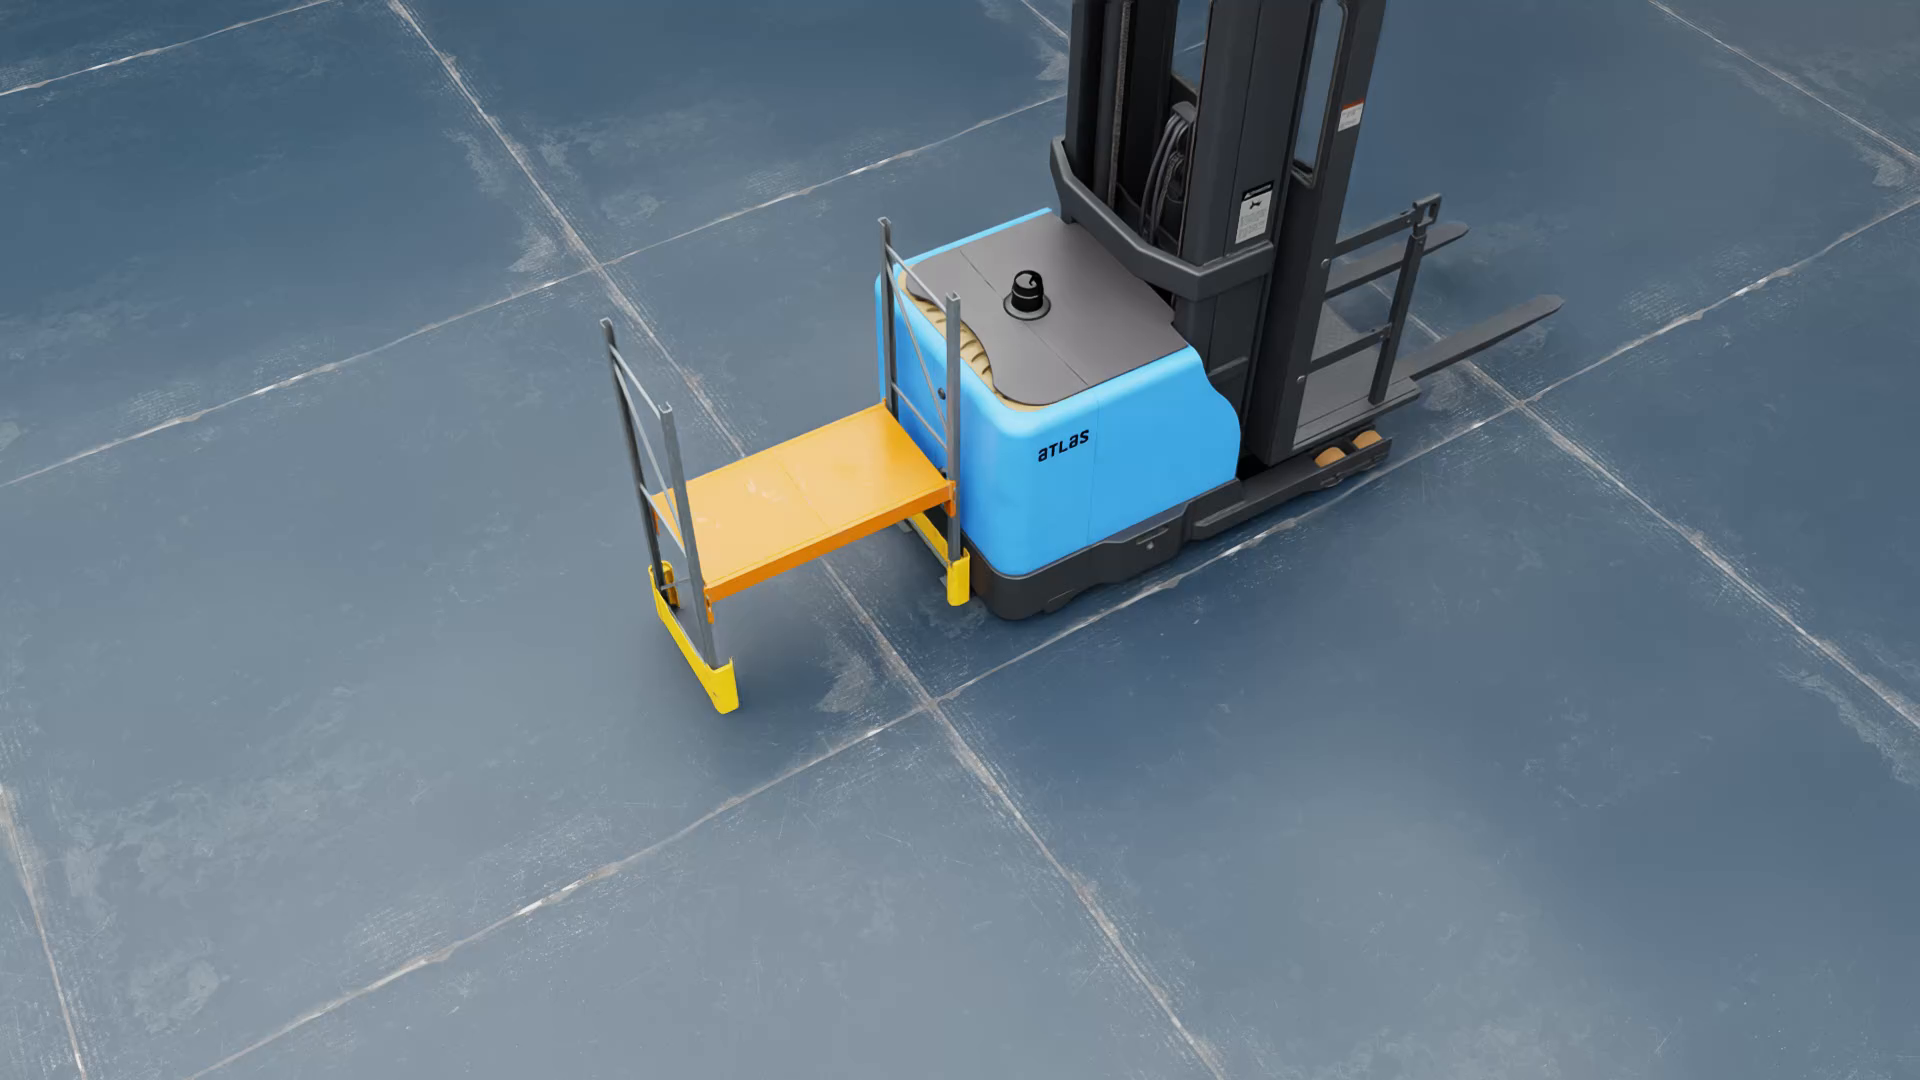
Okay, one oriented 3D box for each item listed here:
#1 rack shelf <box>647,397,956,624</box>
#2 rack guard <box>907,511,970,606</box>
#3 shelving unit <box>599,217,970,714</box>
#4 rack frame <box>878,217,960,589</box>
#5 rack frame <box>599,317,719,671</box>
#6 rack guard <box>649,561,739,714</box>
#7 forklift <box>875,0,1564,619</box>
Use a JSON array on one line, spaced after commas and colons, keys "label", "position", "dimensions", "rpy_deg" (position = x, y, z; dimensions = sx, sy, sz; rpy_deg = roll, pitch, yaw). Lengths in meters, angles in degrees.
[{"label": "rack shelf", "position": [-0.576, -0.124, 6.043], "dimensions": [1.000, 0.185, 0.538], "rpy_deg": [-24, 53, -20]}, {"label": "rack guard", "position": [-0.141, -0.023, 6.548], "dimensions": [0.087, 0.250, 0.587], "rpy_deg": [-24, 53, -20]}, {"label": "shelving unit", "position": [-0.568, -0.247, 5.911], "dimensions": [1.083, 1.500, 0.587], "rpy_deg": [-24, 53, -20]}, {"label": "rack frame", "position": [-0.139, -0.439, 6.082], "dimensions": [0.032, 1.500, 0.500], "rpy_deg": [-24, 53, -20]}, {"label": "rack frame", "position": [-1.012, -0.049, 5.734], "dimensions": [0.032, 1.500, 0.500], "rpy_deg": [-24, 53, -20]}, {"label": "rack guard", "position": [-0.995, 0.359, 6.208], "dimensions": [0.087, 0.250, 0.587], "rpy_deg": [-24, 53, -20]}, {"label": "forklift", "position": [1.199, -1.511, 6.078], "dimensions": [3.031, 2.935, 1.130], "rpy_deg": [-24, 53, -20]}]
